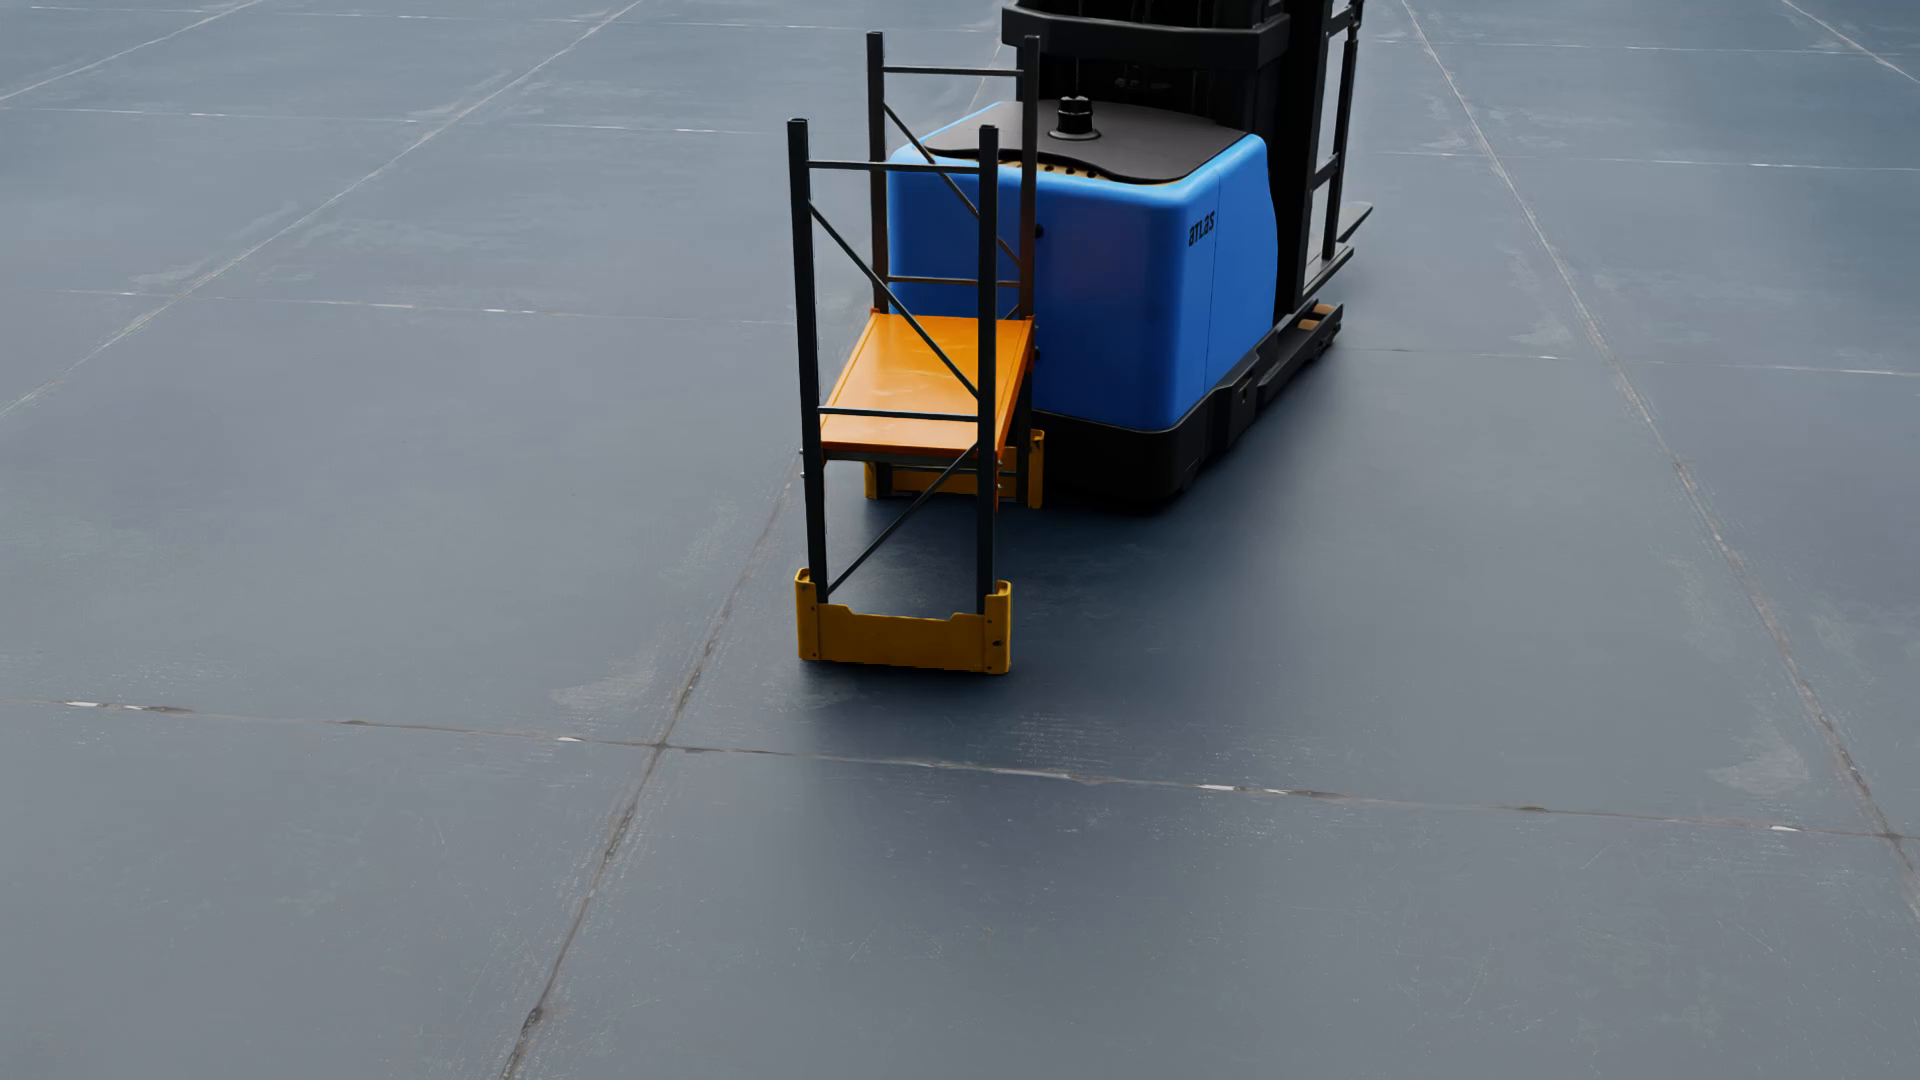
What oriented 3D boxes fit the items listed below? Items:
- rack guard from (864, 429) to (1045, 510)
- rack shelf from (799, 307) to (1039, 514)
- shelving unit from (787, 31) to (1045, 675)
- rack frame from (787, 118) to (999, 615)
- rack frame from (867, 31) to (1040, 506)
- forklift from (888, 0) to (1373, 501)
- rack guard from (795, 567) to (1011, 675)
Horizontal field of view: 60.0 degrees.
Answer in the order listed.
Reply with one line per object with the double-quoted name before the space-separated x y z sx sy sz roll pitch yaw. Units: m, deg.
"rack guard" -0.021 -0.246 5.442 0.587 0.250 0.087 4 29 7
"rack shelf" -0.090 -0.399 4.789 0.538 0.185 1.000 4 29 7
"shelving unit" -0.088 -0.562 4.711 0.587 1.500 1.083 4 29 7
"rack frame" -0.159 -0.319 4.260 0.500 1.500 0.032 4 29 7
"rack frame" -0.021 -0.796 5.147 0.500 1.500 0.032 4 29 7
"forklift" 0.891 -2.085 6.030 1.130 2.935 3.031 14 31 24
"rack guard" -0.156 0.223 4.573 0.587 0.250 0.087 4 29 7
